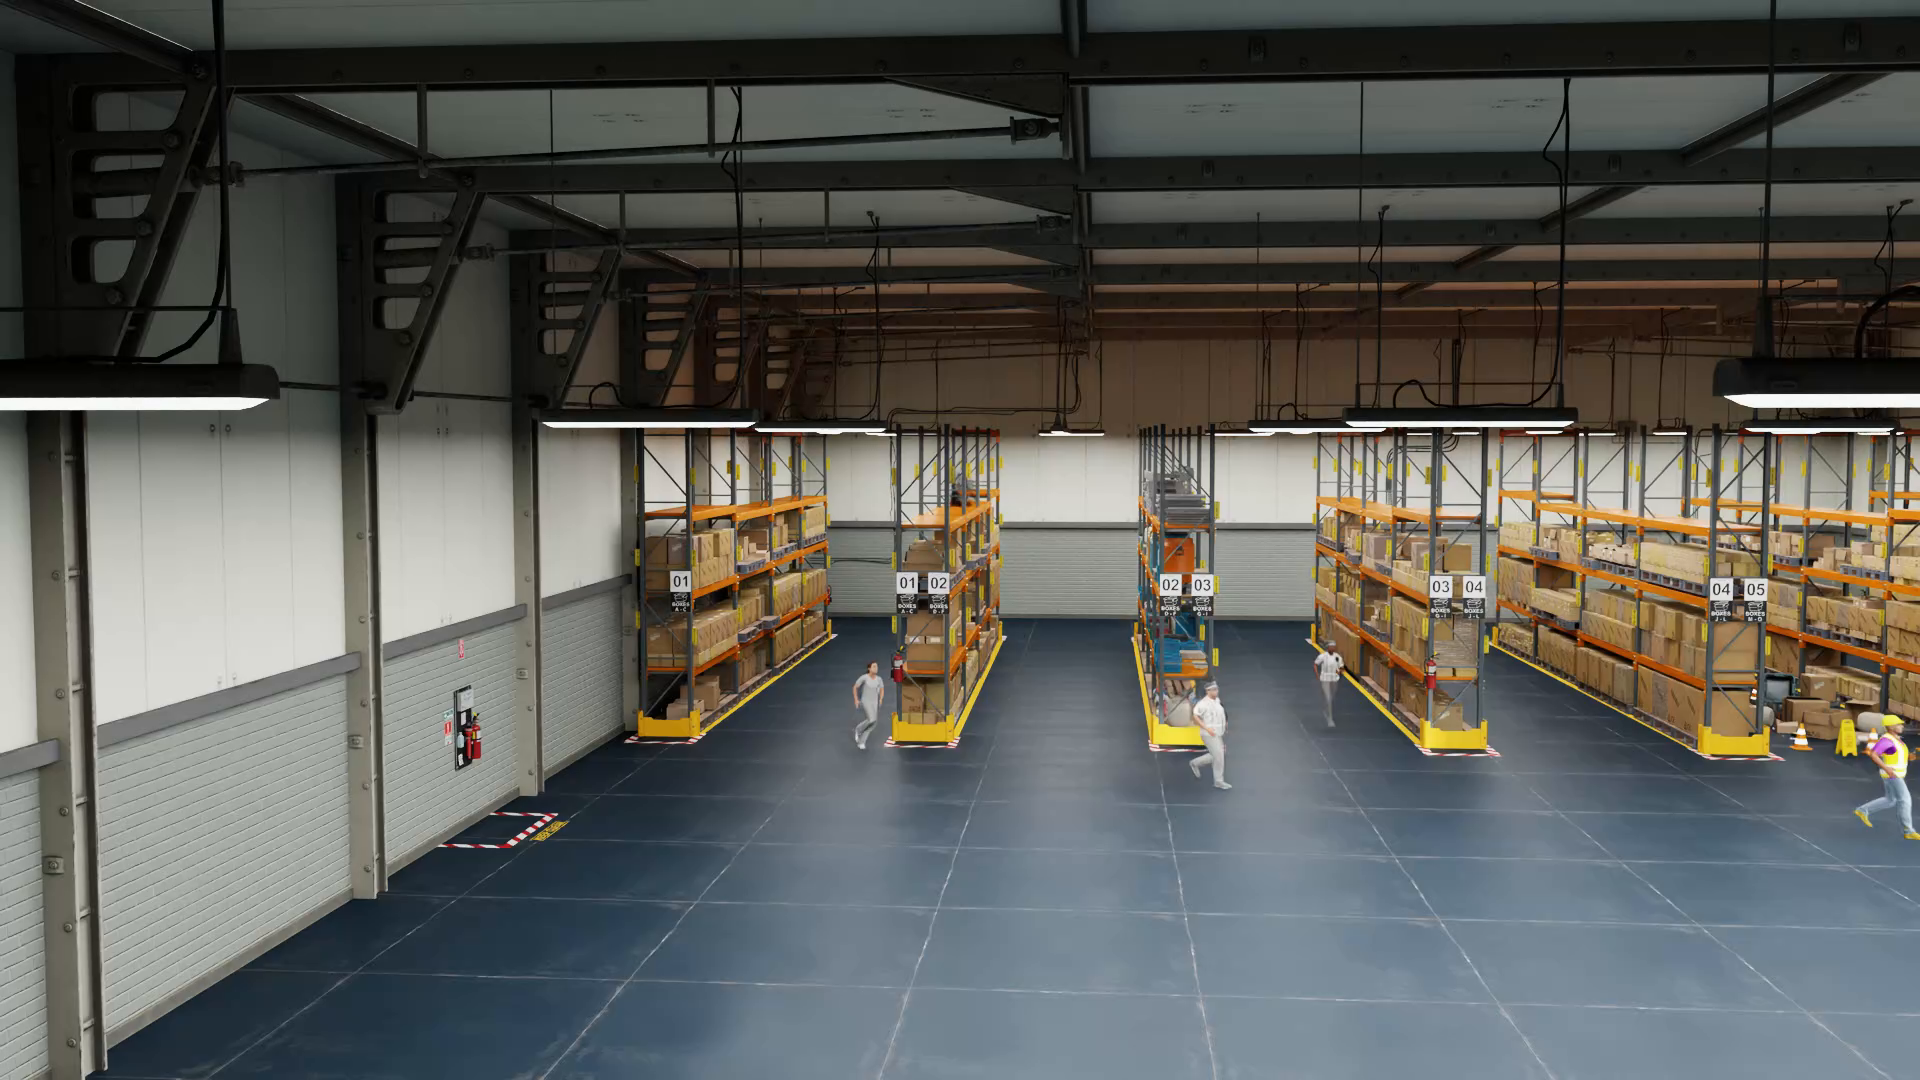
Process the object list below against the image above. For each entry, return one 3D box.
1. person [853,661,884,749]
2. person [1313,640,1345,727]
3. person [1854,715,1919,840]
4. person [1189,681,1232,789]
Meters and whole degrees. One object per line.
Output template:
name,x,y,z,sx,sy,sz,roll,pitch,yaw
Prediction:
person,-1.635,3.046,30.780,0.597,1.596,0.513,-2,4,-33
person,7.406,2.832,33.289,0.586,1.699,0.847,0,3,-6
person,13.366,3.379,23.846,0.963,1.747,0.710,3,4,36
person,4.105,3.177,27.349,0.834,1.757,0.679,2,4,35
